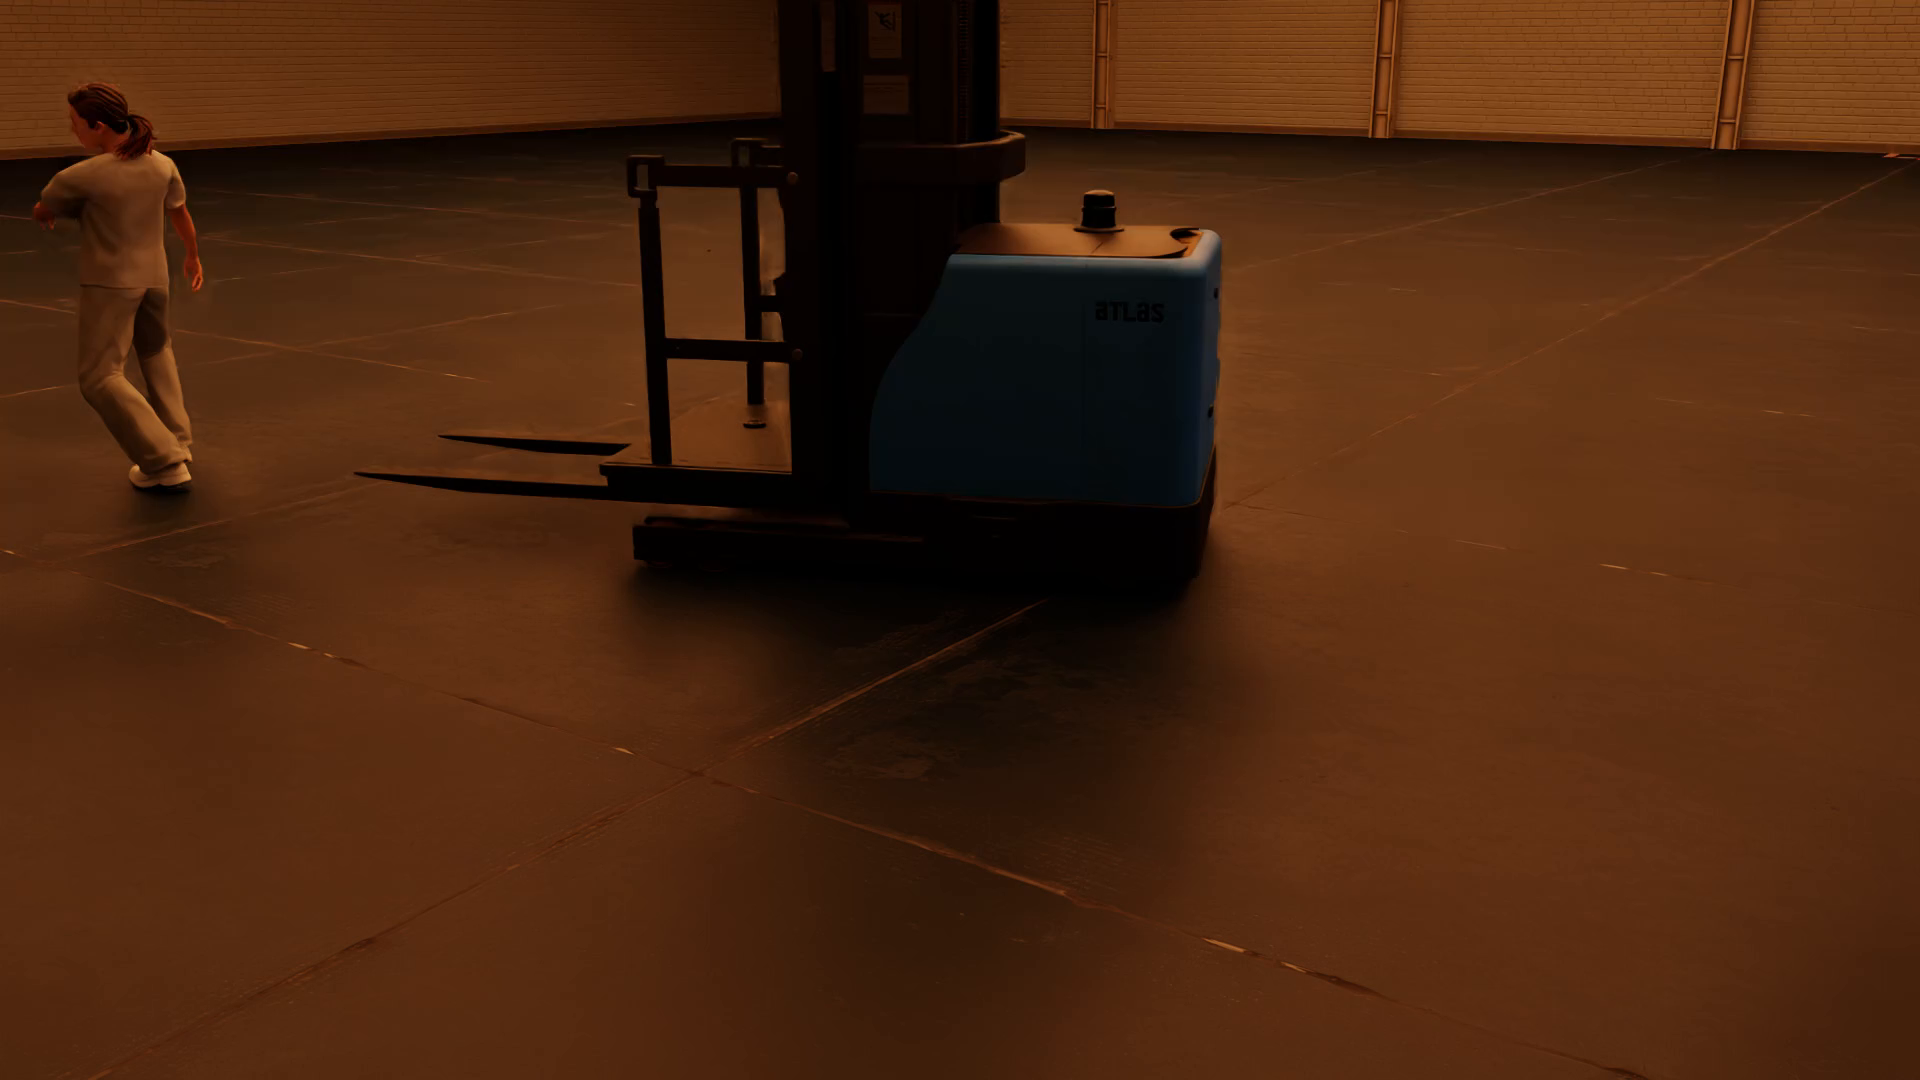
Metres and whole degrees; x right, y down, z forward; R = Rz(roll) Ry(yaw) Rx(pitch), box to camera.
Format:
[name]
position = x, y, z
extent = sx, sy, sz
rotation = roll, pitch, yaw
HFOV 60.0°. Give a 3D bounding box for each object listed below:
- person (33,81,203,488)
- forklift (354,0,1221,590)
[person]
position = -3.347, -1.049, 6.715
extent = 0.825, 1.561, 0.686
rotation = 6, 18, 20
[forklift]
position = -0.634, -1.438, 5.641
extent = 3.031, 2.935, 1.130
rotation = 3, 17, 11
